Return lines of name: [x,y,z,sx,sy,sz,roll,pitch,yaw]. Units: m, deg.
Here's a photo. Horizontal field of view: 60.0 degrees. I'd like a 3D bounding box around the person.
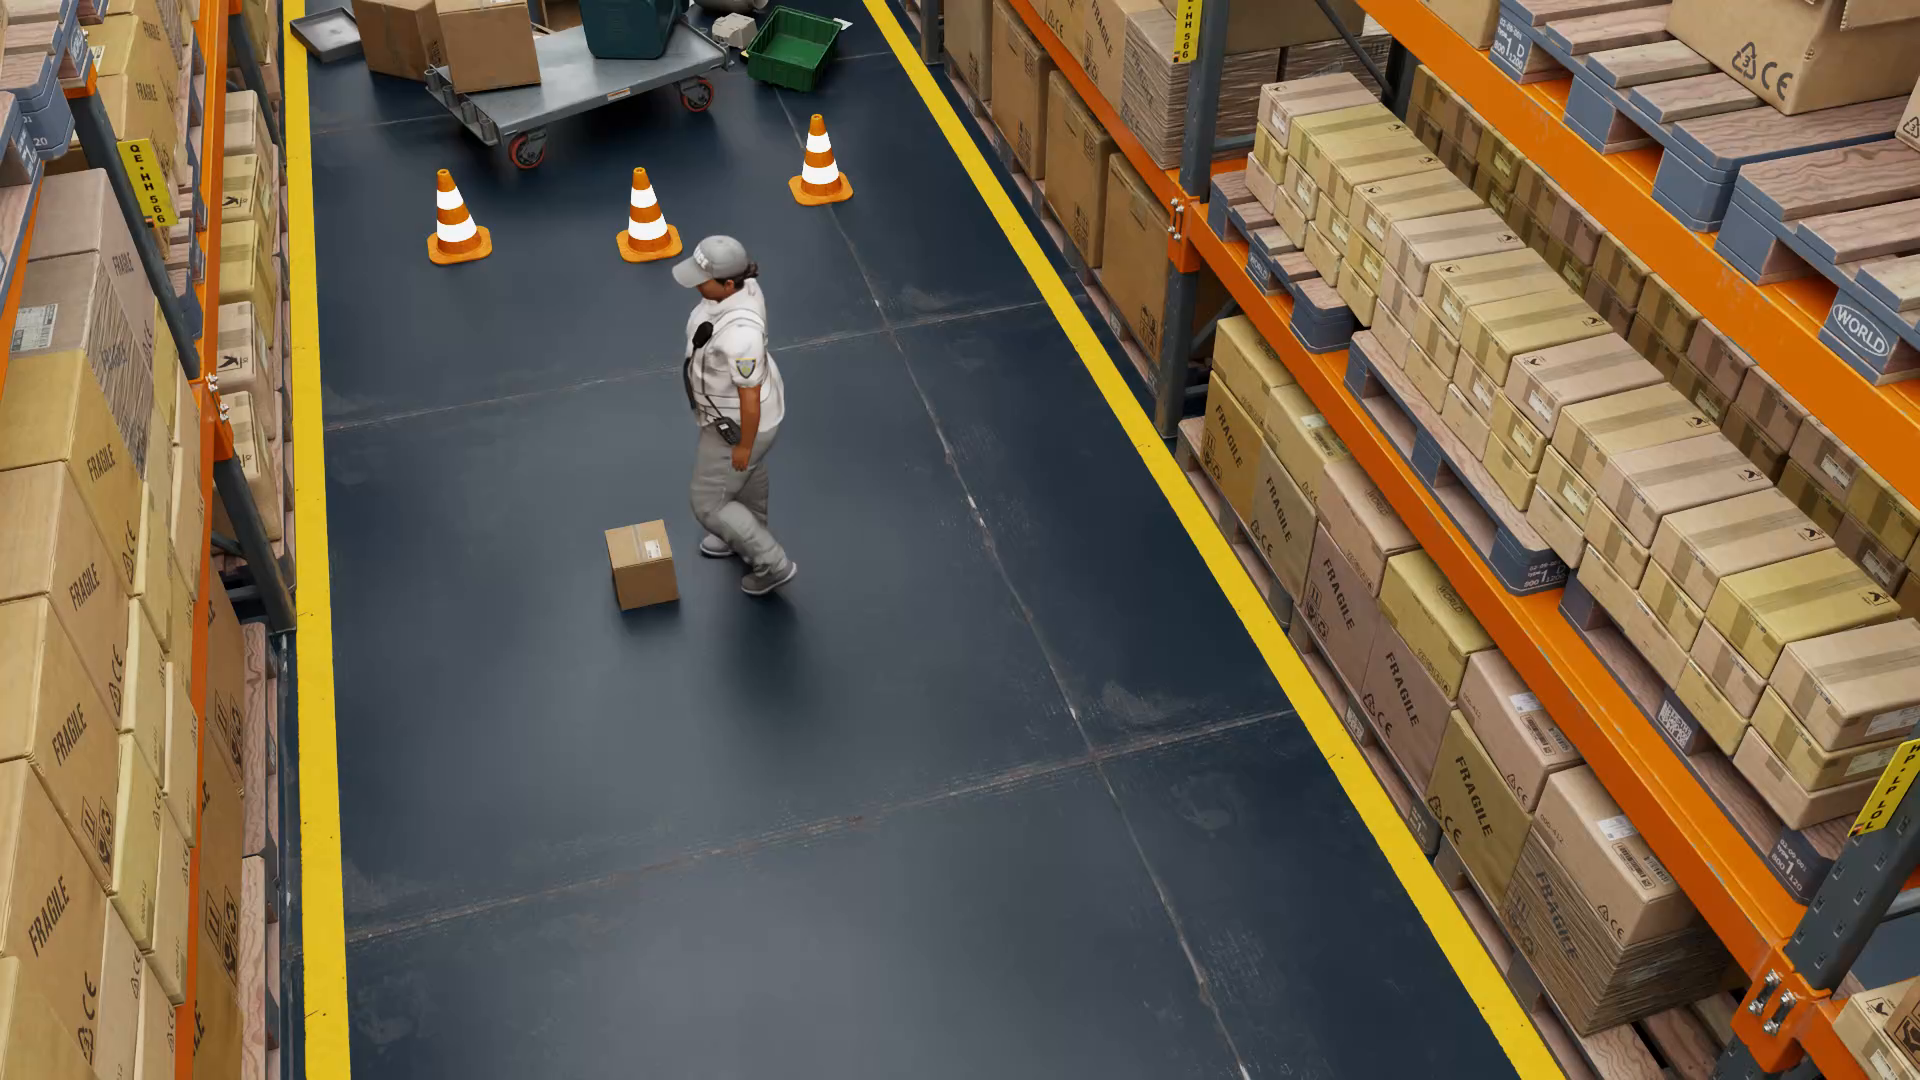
person: [0.663,-16.687,21.159,7.763,5.999,43.191,-4,43,-4]
